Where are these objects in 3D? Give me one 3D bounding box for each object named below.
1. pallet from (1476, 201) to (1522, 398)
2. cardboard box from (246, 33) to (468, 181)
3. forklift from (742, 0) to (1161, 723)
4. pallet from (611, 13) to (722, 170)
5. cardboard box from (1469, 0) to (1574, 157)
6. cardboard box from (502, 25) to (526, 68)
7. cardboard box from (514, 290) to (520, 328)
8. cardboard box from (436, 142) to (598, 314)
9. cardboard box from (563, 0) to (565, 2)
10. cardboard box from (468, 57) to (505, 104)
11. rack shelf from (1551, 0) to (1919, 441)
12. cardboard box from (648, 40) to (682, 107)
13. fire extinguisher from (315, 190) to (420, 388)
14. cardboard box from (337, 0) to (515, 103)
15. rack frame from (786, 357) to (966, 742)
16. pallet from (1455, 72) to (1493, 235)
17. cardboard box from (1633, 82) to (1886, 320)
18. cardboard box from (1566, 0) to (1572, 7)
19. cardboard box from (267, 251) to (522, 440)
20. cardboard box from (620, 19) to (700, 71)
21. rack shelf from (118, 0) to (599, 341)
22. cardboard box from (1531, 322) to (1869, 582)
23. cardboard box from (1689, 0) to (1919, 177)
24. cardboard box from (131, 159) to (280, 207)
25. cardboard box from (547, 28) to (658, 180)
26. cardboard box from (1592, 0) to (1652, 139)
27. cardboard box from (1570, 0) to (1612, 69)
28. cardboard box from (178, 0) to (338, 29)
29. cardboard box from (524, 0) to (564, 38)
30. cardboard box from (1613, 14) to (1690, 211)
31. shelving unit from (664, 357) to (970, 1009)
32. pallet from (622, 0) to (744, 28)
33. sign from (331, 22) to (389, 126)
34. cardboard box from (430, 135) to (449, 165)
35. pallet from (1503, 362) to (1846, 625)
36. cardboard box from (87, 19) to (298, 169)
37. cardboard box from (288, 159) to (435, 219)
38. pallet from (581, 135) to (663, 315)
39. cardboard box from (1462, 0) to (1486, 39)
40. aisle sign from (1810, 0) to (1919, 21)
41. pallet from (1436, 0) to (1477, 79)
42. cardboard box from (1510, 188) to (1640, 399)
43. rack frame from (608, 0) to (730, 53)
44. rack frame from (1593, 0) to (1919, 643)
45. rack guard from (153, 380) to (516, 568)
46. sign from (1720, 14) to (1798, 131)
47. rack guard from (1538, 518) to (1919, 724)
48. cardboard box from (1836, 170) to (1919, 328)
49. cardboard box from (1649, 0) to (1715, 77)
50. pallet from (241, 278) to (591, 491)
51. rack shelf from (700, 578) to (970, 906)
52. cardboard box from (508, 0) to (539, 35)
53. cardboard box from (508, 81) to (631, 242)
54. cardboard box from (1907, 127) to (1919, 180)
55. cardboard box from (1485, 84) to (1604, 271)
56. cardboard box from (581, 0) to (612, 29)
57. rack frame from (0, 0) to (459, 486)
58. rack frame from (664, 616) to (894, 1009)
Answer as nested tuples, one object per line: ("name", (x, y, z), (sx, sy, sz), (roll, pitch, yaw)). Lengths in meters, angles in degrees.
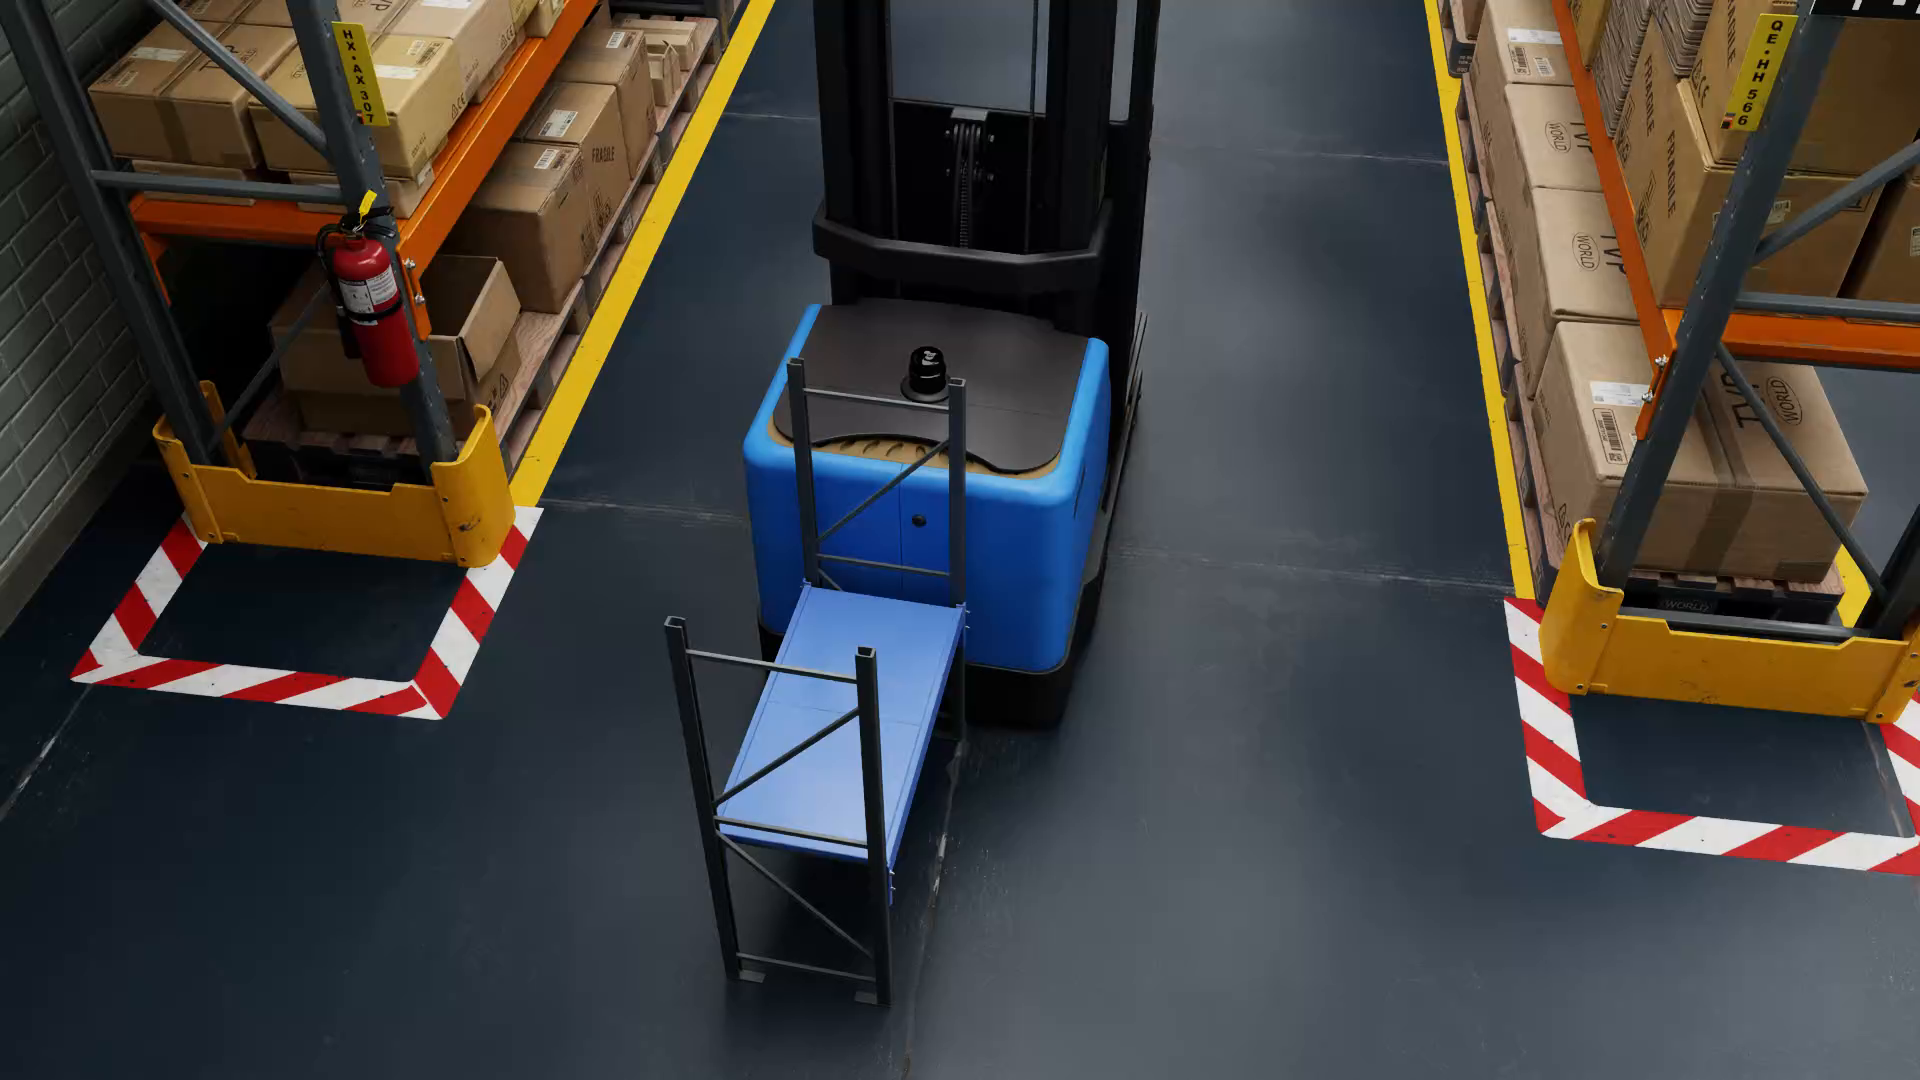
("pallet", (2.814, -1.019, 7.173), (1.003, 0.211, 1.213), (5, 44, 6))
("cardboard box", (-1.972, -1.437, 5.479), (0.500, 0.250, 0.500), (5, 44, 6))
("forklift", (0.129, -1.486, 5.687), (1.130, 2.935, 3.031), (8, 44, 9))
("pallet", (-1.862, -2.344, 8.573), (1.003, 0.211, 1.213), (5, 44, 6))
("cardboard box", (2.961, -2.180, 7.929), (0.875, 0.438, 0.875), (5, 44, 5))
("cardboard box", (-1.872, -1.915, 6.273), (0.380, 0.149, 0.250), (6, 44, 6))
("cardboard box", (-2.029, -0.911, 6.798), (0.380, 0.149, 0.250), (4, 44, 4))
("cardboard box", (-1.972, -1.331, 6.987), (0.700, 0.500, 0.500), (7, 44, 7))
("cardboard box", (-1.749, -2.262, 6.640), (0.380, 0.149, 0.250), (6, 44, 6))
("cardboard box", (-1.901, -1.733, 6.082), (0.380, 0.149, 0.250), (7, 44, 7))
("rack shelf", (2.886, -1.752, 6.442), (1.077, 0.370, 4.000), (5, 44, 6))
("cardboard box", (-1.600, -2.335, 8.218), (0.396, 0.266, 0.258), (7, 44, 7))
("fire extinguisher", (-1.860, -0.793, 5.234), (0.296, 0.674, 0.183), (5, 44, 6))
("cardboard box", (-1.905, -1.781, 5.842), (0.500, 0.250, 0.500), (6, 44, 6))
("rack frame", (-0.231, 0.083, 5.072), (0.500, 1.500, 0.032), (8, 44, 9))
("pallet", (2.973, -1.853, 8.053), (1.003, 0.211, 1.213), (5, 44, 6))
("cardboard box", (2.423, -1.039, 5.093), (0.500, 0.500, 0.500), (5, 44, 6))
("cardboard box", (2.686, -2.436, 6.568), (0.500, 0.500, 0.500), (5, 44, 6))
("cardboard box", (-2.124, -0.753, 6.374), (0.797, 0.503, 0.637), (4, 44, 4))
("cardboard box", (-1.553, -2.536, 8.515), (0.380, 0.149, 0.250), (4, 44, 4))
("rack shelf", (-2.034, -2.201, 6.916), (1.077, 0.370, 4.000), (5, 44, 6))
("cardboard box", (2.610, -0.331, 5.976), (0.875, 0.438, 0.875), (4, 44, 4))
("cardboard box", (2.450, -1.400, 4.747), (0.500, 0.500, 0.500), (7, 44, 7))
("cardboard box", (-2.521, -1.258, 5.580), (0.380, 0.149, 0.250), (5, 44, 5))
("cardboard box", (-1.835, -2.039, 7.734), (0.700, 0.500, 0.500), (4, 44, 4))
("cardboard box", (2.563, -1.732, 5.824), (0.500, 0.500, 0.500), (6, 44, 7))
("cardboard box", (2.618, -2.085, 6.197), (0.500, 0.500, 0.500), (6, 44, 7))
("cardboard box", (-2.432, -1.842, 5.906), (0.500, 0.250, 0.500), (5, 44, 6))
("cardboard box", (-1.764, -2.080, 6.448), (0.380, 0.149, 0.250), (4, 44, 4))
("cardboard box", (2.504, -1.380, 5.453), (0.500, 0.500, 0.500), (4, 44, 5))
("shelving unit", (-0.336, 0.425, 4.710), (0.538, 1.500, 1.048), (8, 44, 9))
("pallet", (-1.700, -3.370, 9.656), (1.003, 0.211, 1.213), (5, 44, 6))
("sign", (-1.761, -1.364, 4.879), (0.100, 0.325, 0.005), (5, 44, 6))
("cardboard box", (-1.996, -1.384, 5.713), (0.380, 0.149, 0.250), (6, 44, 7))
("pallet", (2.650, -0.190, 6.297), (1.003, 0.211, 1.213), (5, 44, 6))
("cardboard box", (-2.501, -1.490, 5.535), (0.500, 0.250, 0.500), (6, 44, 7))
("cardboard box", (-1.983, -1.207, 5.526), (0.380, 0.149, 0.250), (5, 44, 5))
("pallet", (-2.021, -1.511, 7.692), (1.003, 0.211, 1.213), (5, 44, 6))
("cardboard box", (3.153, -3.187, 8.674), (0.875, 0.875, 0.875), (6, 44, 7))
("aisle sign", (2.305, -1.573, 3.839), (0.394, 0.787, 0.004), (5, 44, 6))
("pallet", (3.178, -2.897, 9.156), (1.003, 0.211, 1.213), (5, 44, 6))
("cardboard box", (2.723, -0.956, 6.636), (0.875, 0.438, 0.875), (6, 44, 7))
("rack frame", (-1.770, -3.825, 8.108), (1.000, 3.000, 0.127), (5, 44, 6))
("rack frame", (2.622, -0.650, 4.755), (1.000, 3.000, 0.127), (5, 44, 6))
("rack guard", (-2.289, -0.243, 6.143), (1.175, 0.500, 0.348), (5, 44, 6))
("sign", (2.086, -1.216, 4.338), (0.100, 0.325, 0.005), (5, 44, 6))
("rack guard", (2.619, 0.274, 5.597), (1.175, 0.500, 0.348), (5, 44, 6))
("cardboard box", (2.970, -0.988, 5.039), (0.500, 0.500, 0.500), (5, 44, 5))
("cardboard box", (2.490, -1.759, 5.126), (0.500, 0.500, 0.500), (5, 44, 6))
("pallet", (-2.184, -0.682, 6.817), (1.003, 0.211, 1.213), (5, 44, 6))
("rack shelf", (-0.336, 0.556, 4.834), (0.538, 0.185, 1.000), (8, 44, 9))
("cardboard box", (-1.842, -2.127, 6.207), (0.500, 0.250, 0.500), (4, 44, 5))
("cardboard box", (-1.803, -1.682, 7.358), (0.500, 0.500, 0.500), (6, 44, 6))
("cardboard box", (2.968, -1.351, 4.695), (0.500, 0.500, 0.500), (4, 44, 5))
("cardboard box", (2.843, -1.570, 7.285), (0.875, 0.438, 0.875), (4, 44, 4))
("cardboard box", (-2.092, -2.572, 8.435), (0.500, 0.311, 0.500), (7, 44, 7))
("rack frame", (-2.299, -1.099, 5.229), (1.000, 3.000, 0.127), (5, 44, 6))
("rack frame", (-0.440, 0.767, 4.349), (0.500, 1.500, 0.032), (8, 44, 9))
